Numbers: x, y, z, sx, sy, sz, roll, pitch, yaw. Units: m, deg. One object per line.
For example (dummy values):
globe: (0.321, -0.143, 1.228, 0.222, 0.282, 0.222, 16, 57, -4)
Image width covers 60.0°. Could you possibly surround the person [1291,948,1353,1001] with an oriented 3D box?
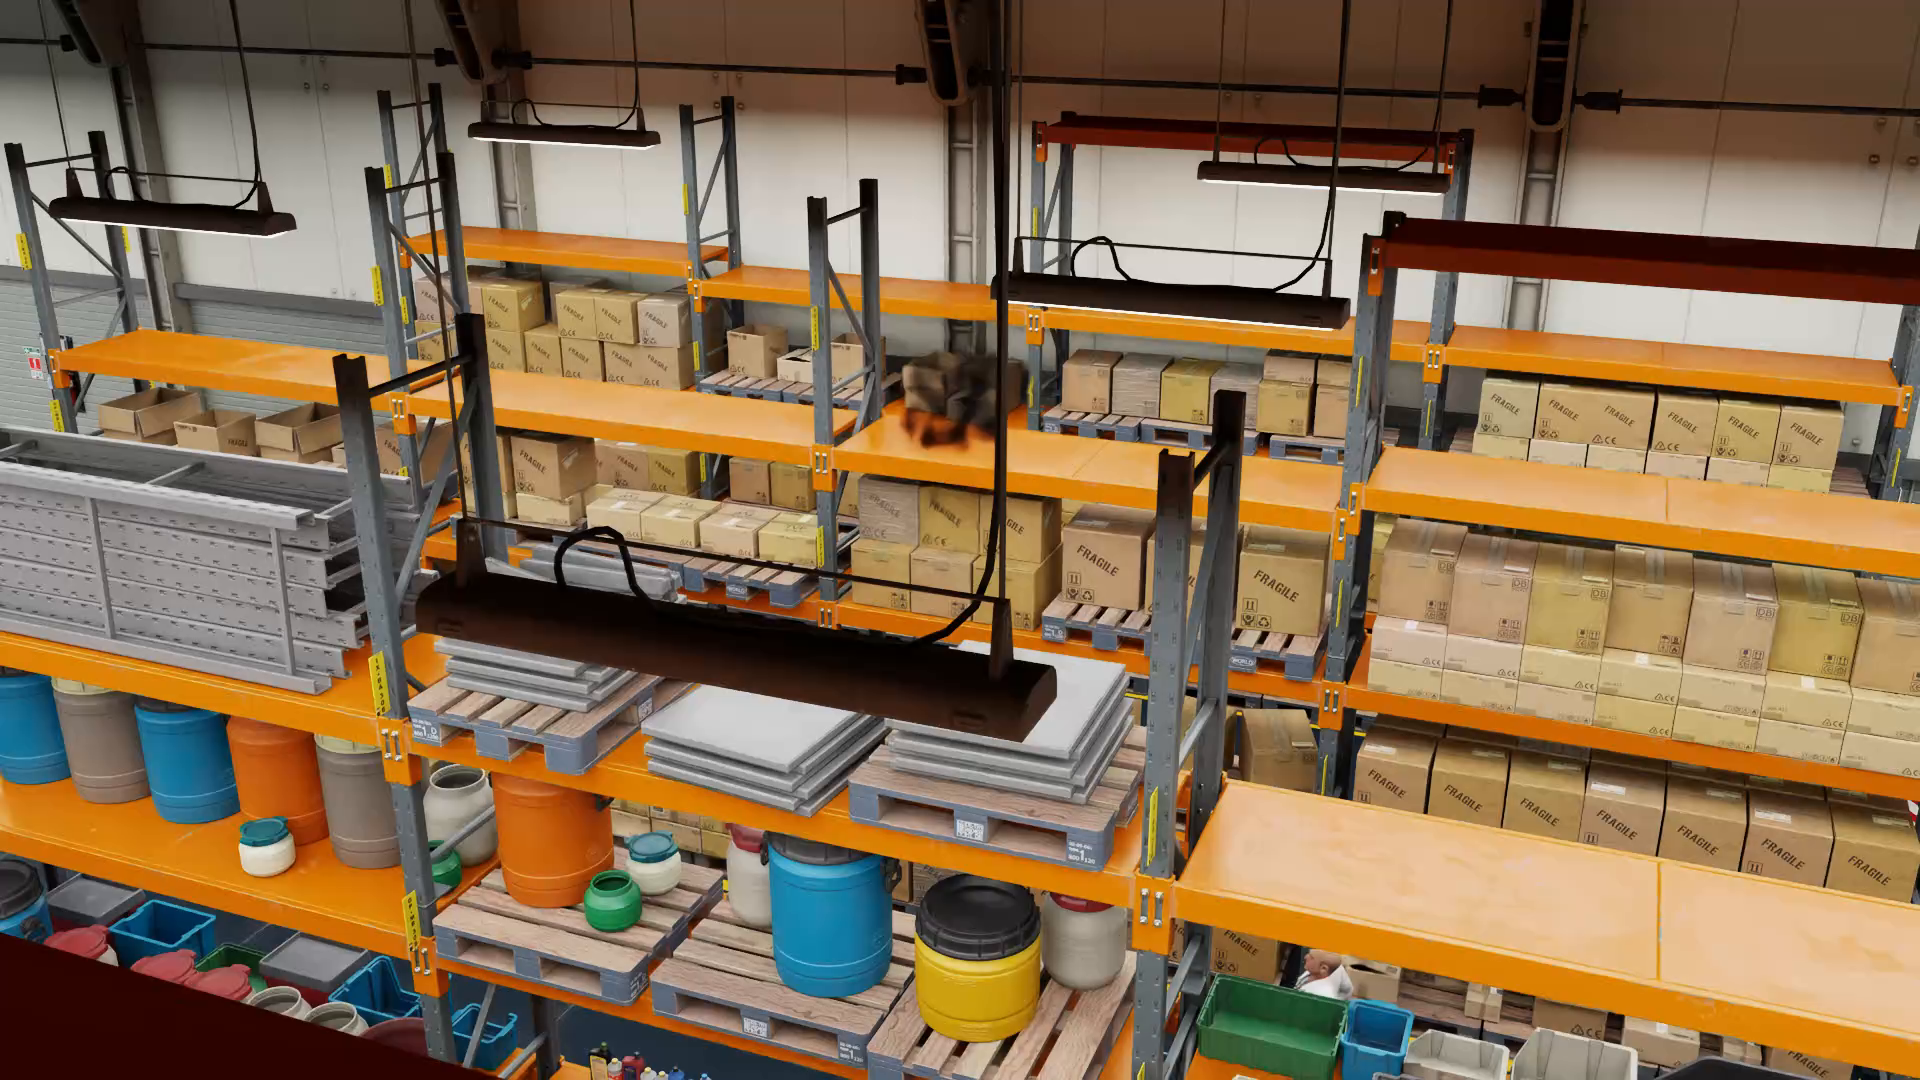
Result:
person: (2.335, 3.399, 10.990, 0.969, 1.751, 0.719, 5, 21, 13)
